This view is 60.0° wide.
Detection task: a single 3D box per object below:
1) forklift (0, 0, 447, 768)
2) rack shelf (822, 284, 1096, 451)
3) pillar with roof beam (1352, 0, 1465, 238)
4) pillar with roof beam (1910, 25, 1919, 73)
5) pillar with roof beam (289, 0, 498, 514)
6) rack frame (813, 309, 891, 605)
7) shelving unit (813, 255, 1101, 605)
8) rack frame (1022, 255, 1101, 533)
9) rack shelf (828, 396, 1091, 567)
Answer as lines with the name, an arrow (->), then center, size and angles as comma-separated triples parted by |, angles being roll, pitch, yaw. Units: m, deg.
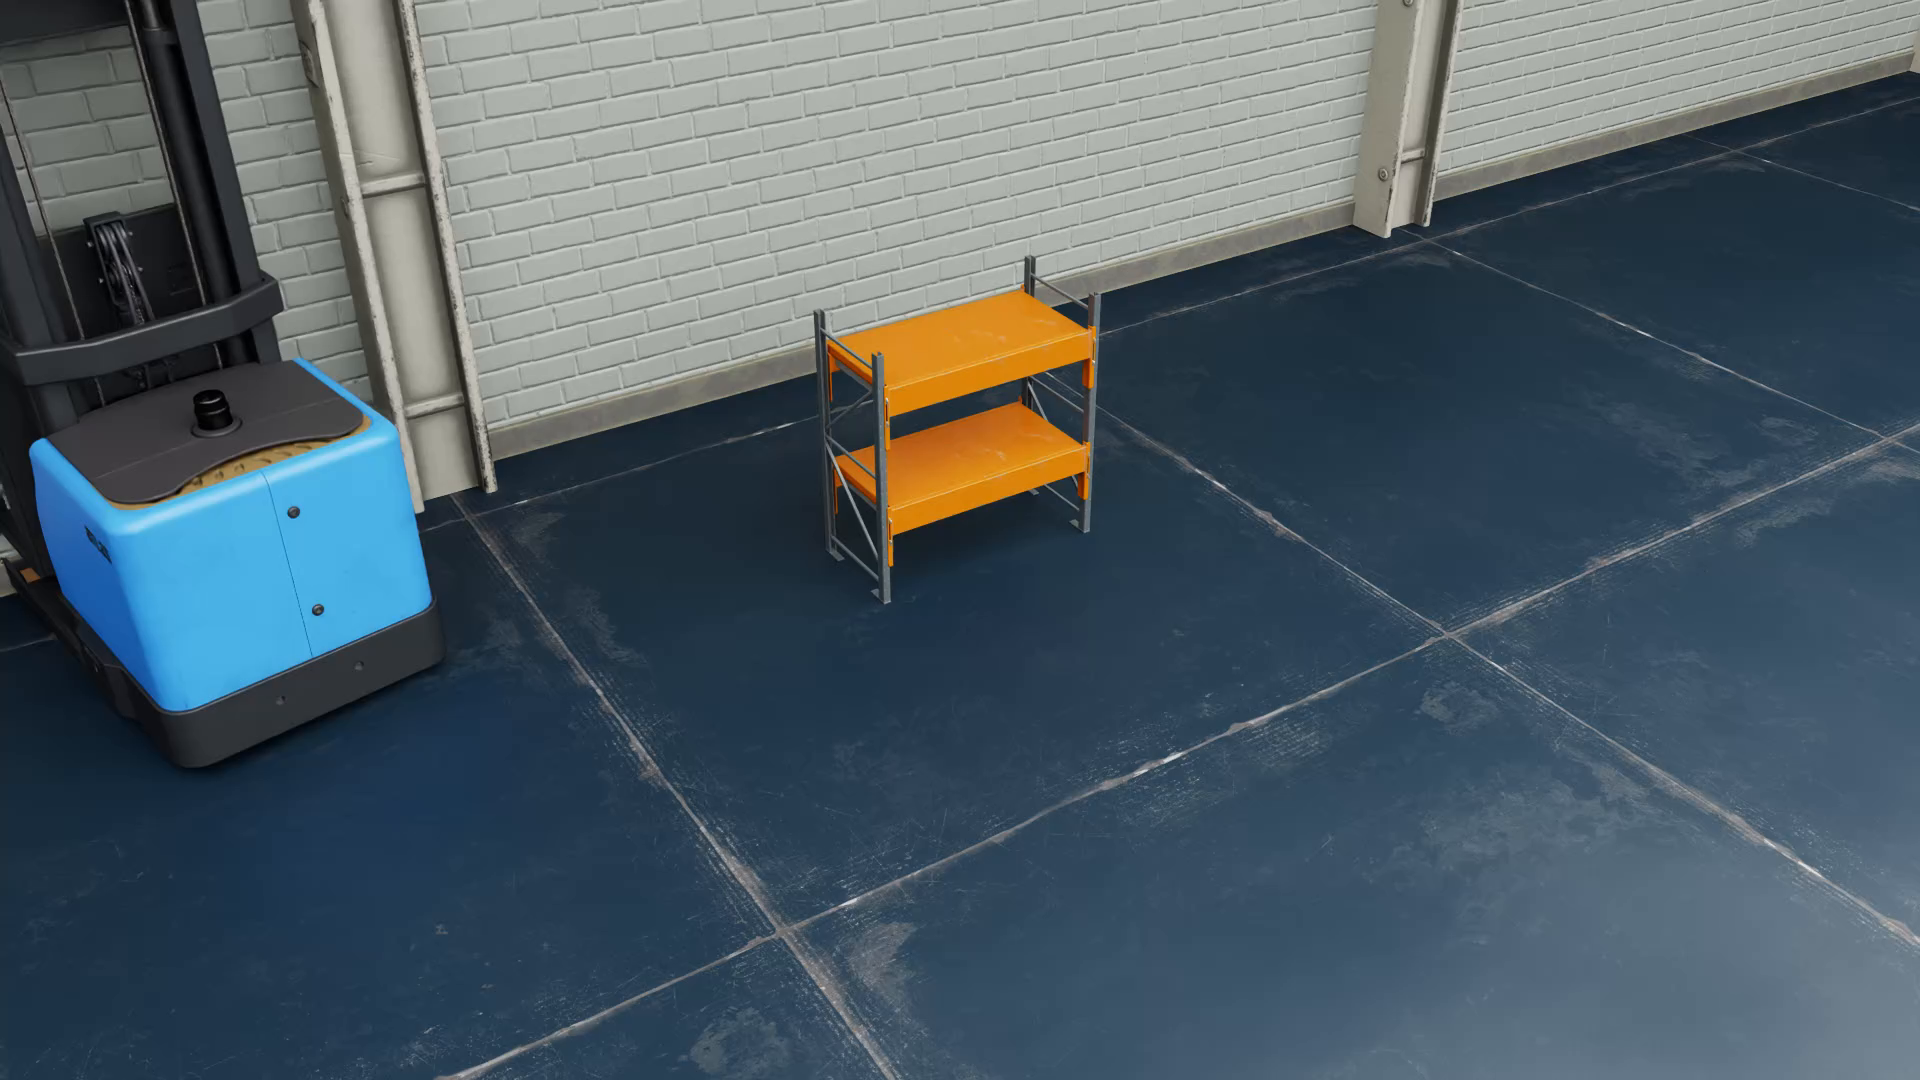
forklift -> -3.358, -1.134, 6.301 | 1.130, 2.935, 3.031 | -27, 41, -35
rack shelf -> -0.006, -0.721, 6.791 | 1.000, 0.278, 0.538 | -19, 37, -27
pillar with roof beam -> 5.012, -3.850, 4.918 | 0.400, 9.000, 9.100 | -19, 37, -27
pillar with roof beam -> 10.055, -5.584, 7.668 | 0.400, 9.000, 9.100 | -19, 37, -27
pillar with roof beam -> -0.031, -2.115, 2.169 | 0.400, 9.000, 9.100 | -19, 37, -27
rack frame -> -0.433, -0.327, 6.714 | 0.032, 1.125, 0.500 | -19, 37, -27
shelving unit -> -0.006, -0.474, 6.947 | 1.048, 1.125, 0.538 | -19, 37, -27
rack frame -> 0.422, -0.621, 7.180 | 0.032, 1.125, 0.500 | -19, 37, -27
rack shelf -> -0.006, -0.267, 7.077 | 1.000, 0.278, 0.538 | -19, 37, -27
